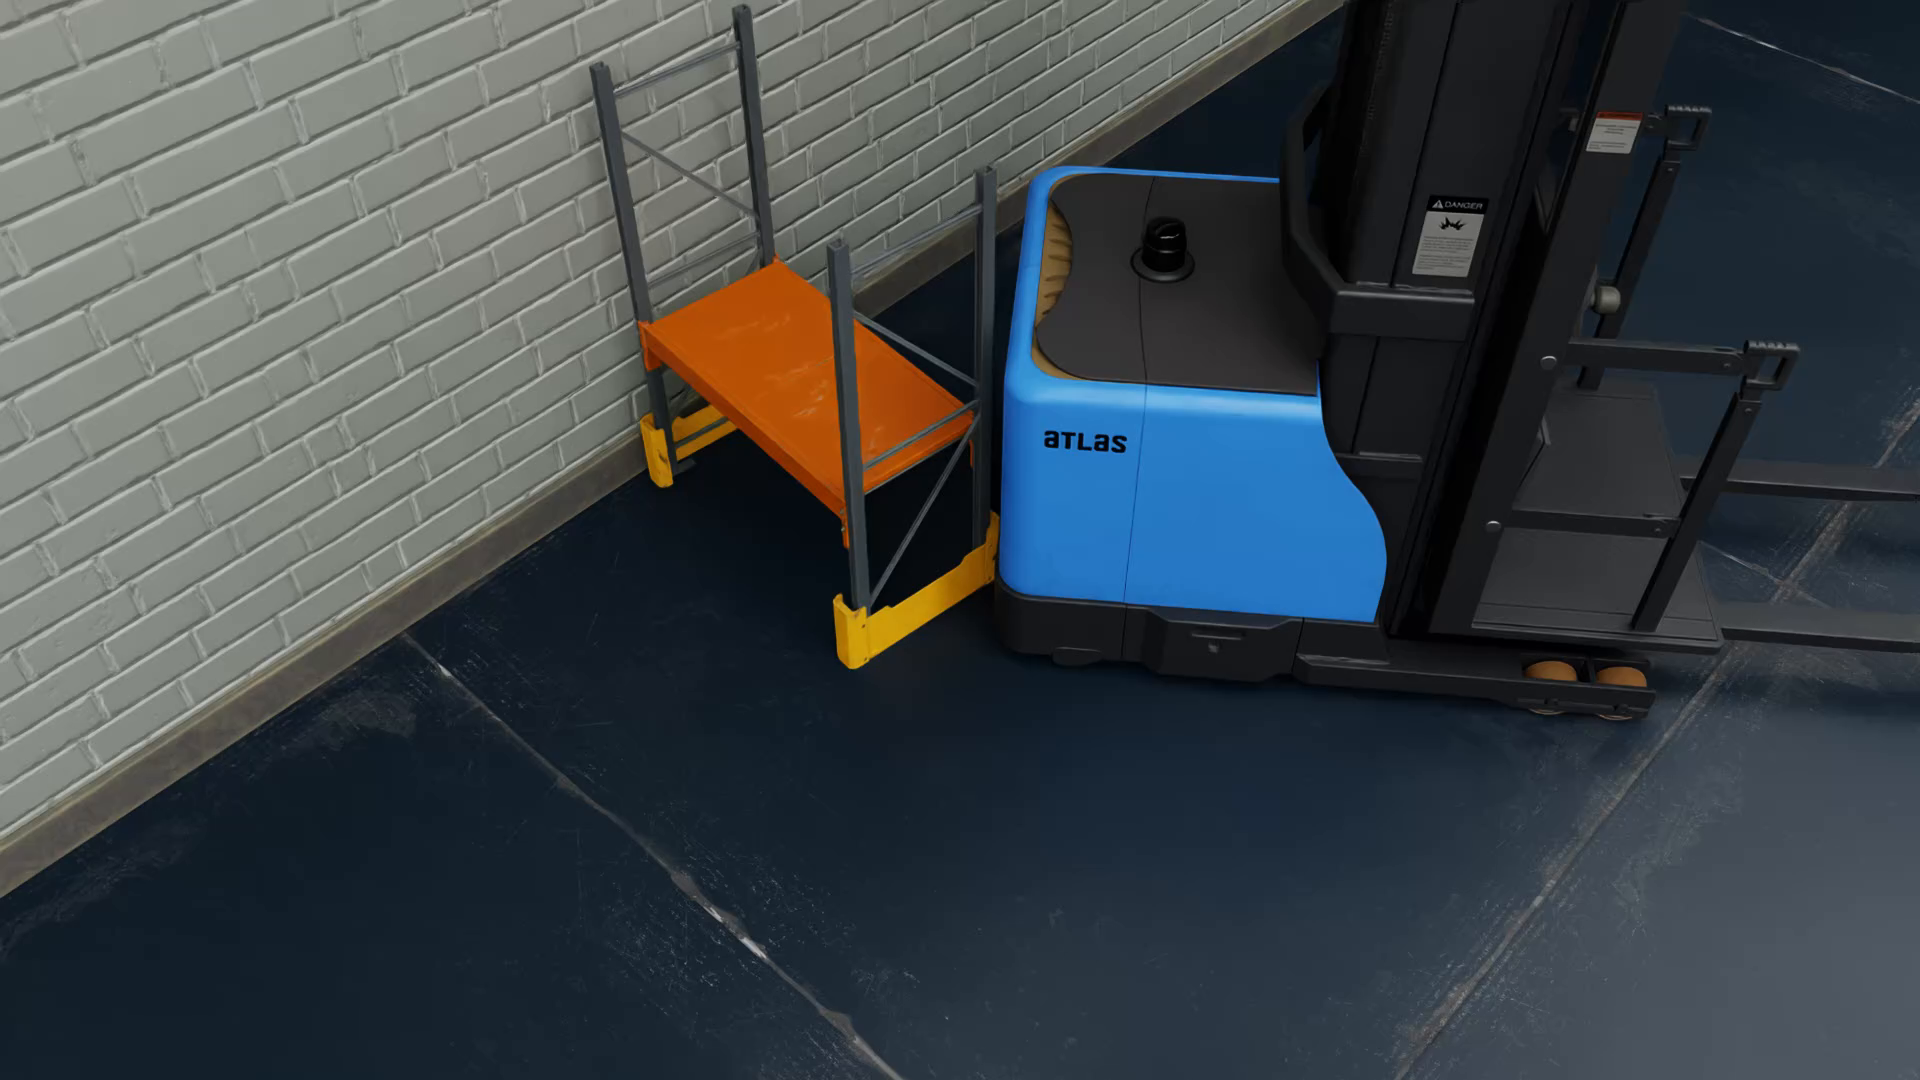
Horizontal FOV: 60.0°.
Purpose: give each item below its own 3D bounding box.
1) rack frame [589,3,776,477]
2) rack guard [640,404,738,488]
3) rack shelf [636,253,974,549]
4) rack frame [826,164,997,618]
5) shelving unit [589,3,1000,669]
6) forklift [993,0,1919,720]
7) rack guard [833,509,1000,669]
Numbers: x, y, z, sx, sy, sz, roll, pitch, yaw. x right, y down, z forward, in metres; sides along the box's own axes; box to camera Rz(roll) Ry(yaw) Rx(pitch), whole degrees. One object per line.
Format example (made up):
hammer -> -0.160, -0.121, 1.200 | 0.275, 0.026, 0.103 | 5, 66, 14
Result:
rack frame -> -0.773, -0.839, 5.009 | 0.500, 1.500, 0.032 | -32, 55, -27
rack guard -> -0.773, -0.411, 5.464 | 0.587, 0.250, 0.087 | -32, 55, -27
rack shelf -> -0.441, -0.435, 4.877 | 0.538, 0.185, 1.000 | -32, 55, -27
rack frame -> -0.109, -0.278, 4.482 | 0.500, 1.500, 0.032 | -32, 55, -27
shelving unit -> -0.447, -0.564, 4.750 | 0.587, 1.500, 1.083 | -32, 55, -27
forklift -> 1.649, -0.898, 4.082 | 3.031, 2.935, 1.130 | 4, 47, 4
rack guard -> -0.122, 0.139, 4.948 | 0.587, 0.250, 0.087 | -32, 55, -27
